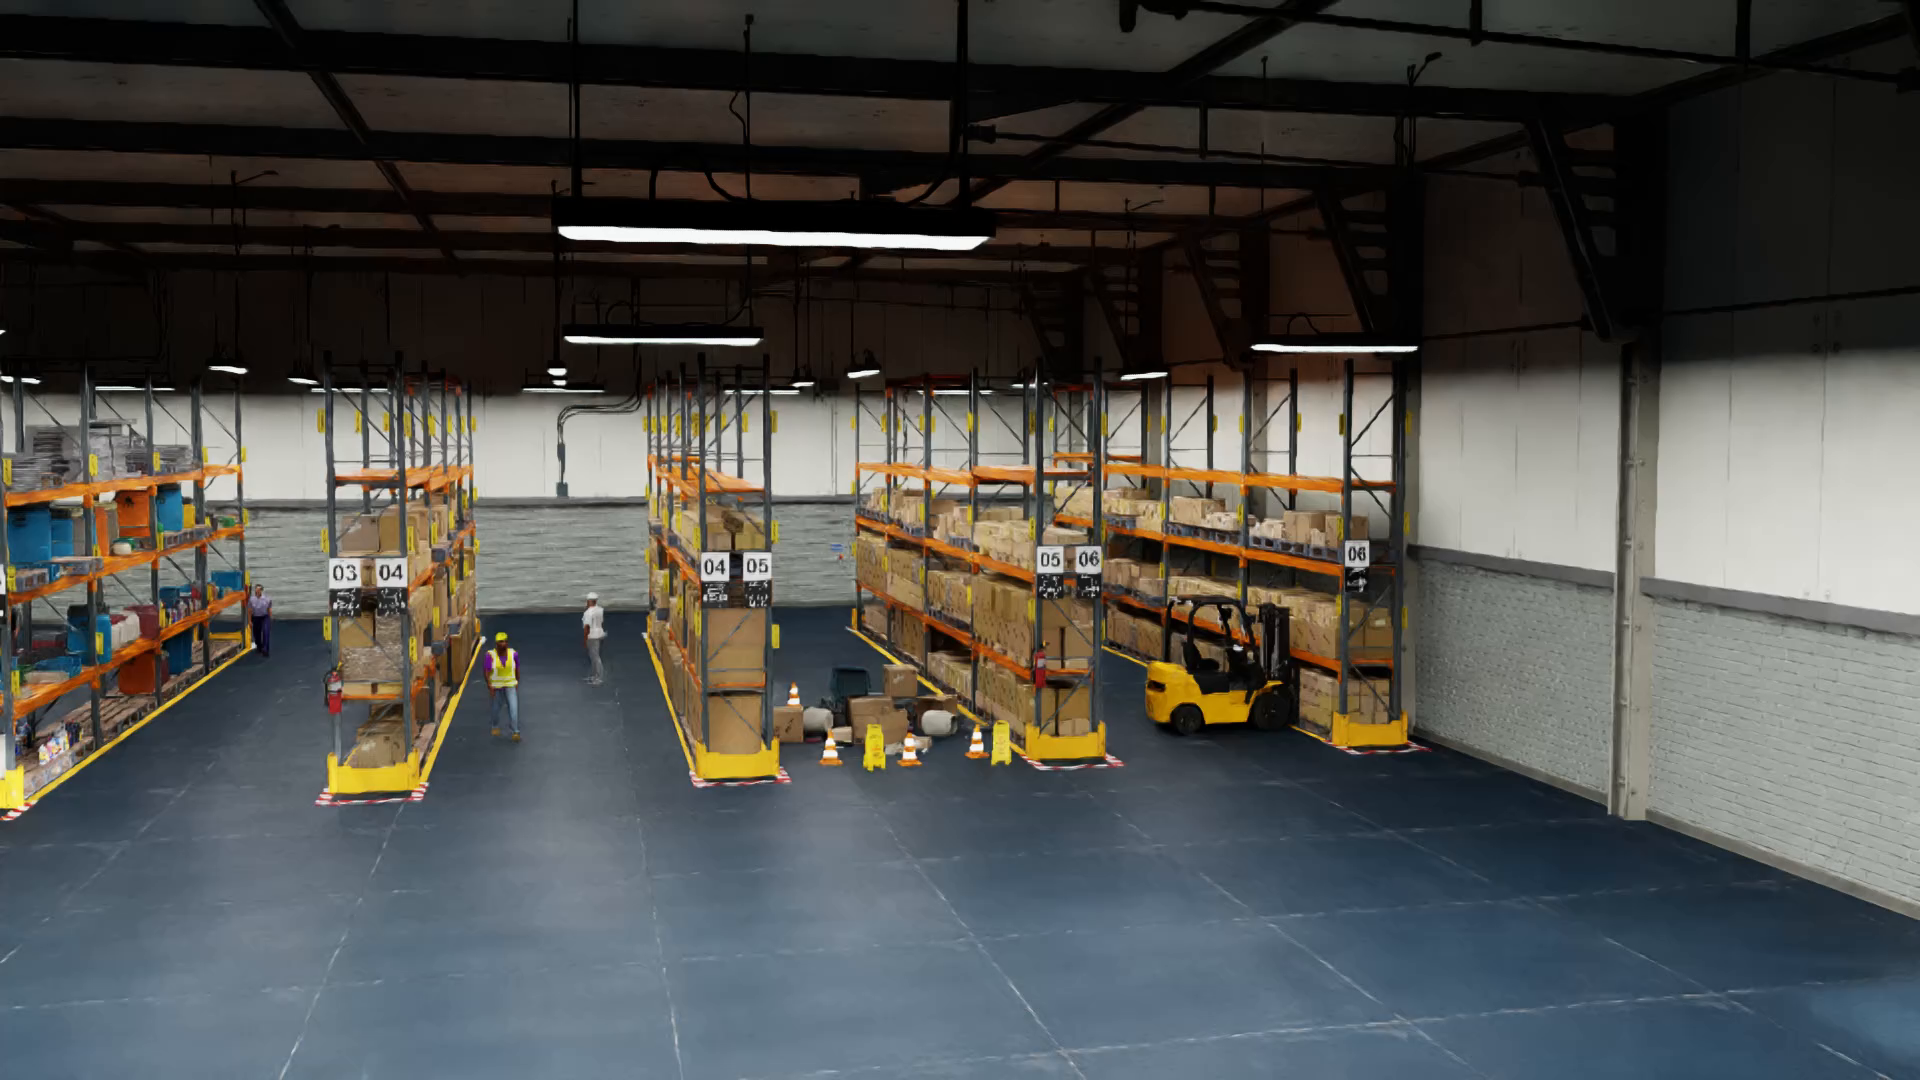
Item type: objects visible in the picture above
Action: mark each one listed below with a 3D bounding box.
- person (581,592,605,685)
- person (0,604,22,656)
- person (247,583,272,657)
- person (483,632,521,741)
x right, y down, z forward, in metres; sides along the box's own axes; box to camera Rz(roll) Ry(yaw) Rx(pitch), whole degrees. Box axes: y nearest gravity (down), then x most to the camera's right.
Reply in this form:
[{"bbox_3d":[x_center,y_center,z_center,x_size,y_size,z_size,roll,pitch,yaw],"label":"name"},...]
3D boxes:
[{"bbox_3d":[-7.089,1.879,32.022,0.591,1.763,0.685,1,4,11],"label":"person"},{"bbox_3d":[-19.226,1.849,33.447,0.677,1.671,0.534,-1,4,-16],"label":"person"},{"bbox_3d":[-15.117,1.709,35.872,0.474,1.565,1.081,-1,4,-16],"label":"person"},{"bbox_3d":[-7.258,2.307,26.359,0.569,1.709,1.034,-2,4,-22],"label":"person"}]
